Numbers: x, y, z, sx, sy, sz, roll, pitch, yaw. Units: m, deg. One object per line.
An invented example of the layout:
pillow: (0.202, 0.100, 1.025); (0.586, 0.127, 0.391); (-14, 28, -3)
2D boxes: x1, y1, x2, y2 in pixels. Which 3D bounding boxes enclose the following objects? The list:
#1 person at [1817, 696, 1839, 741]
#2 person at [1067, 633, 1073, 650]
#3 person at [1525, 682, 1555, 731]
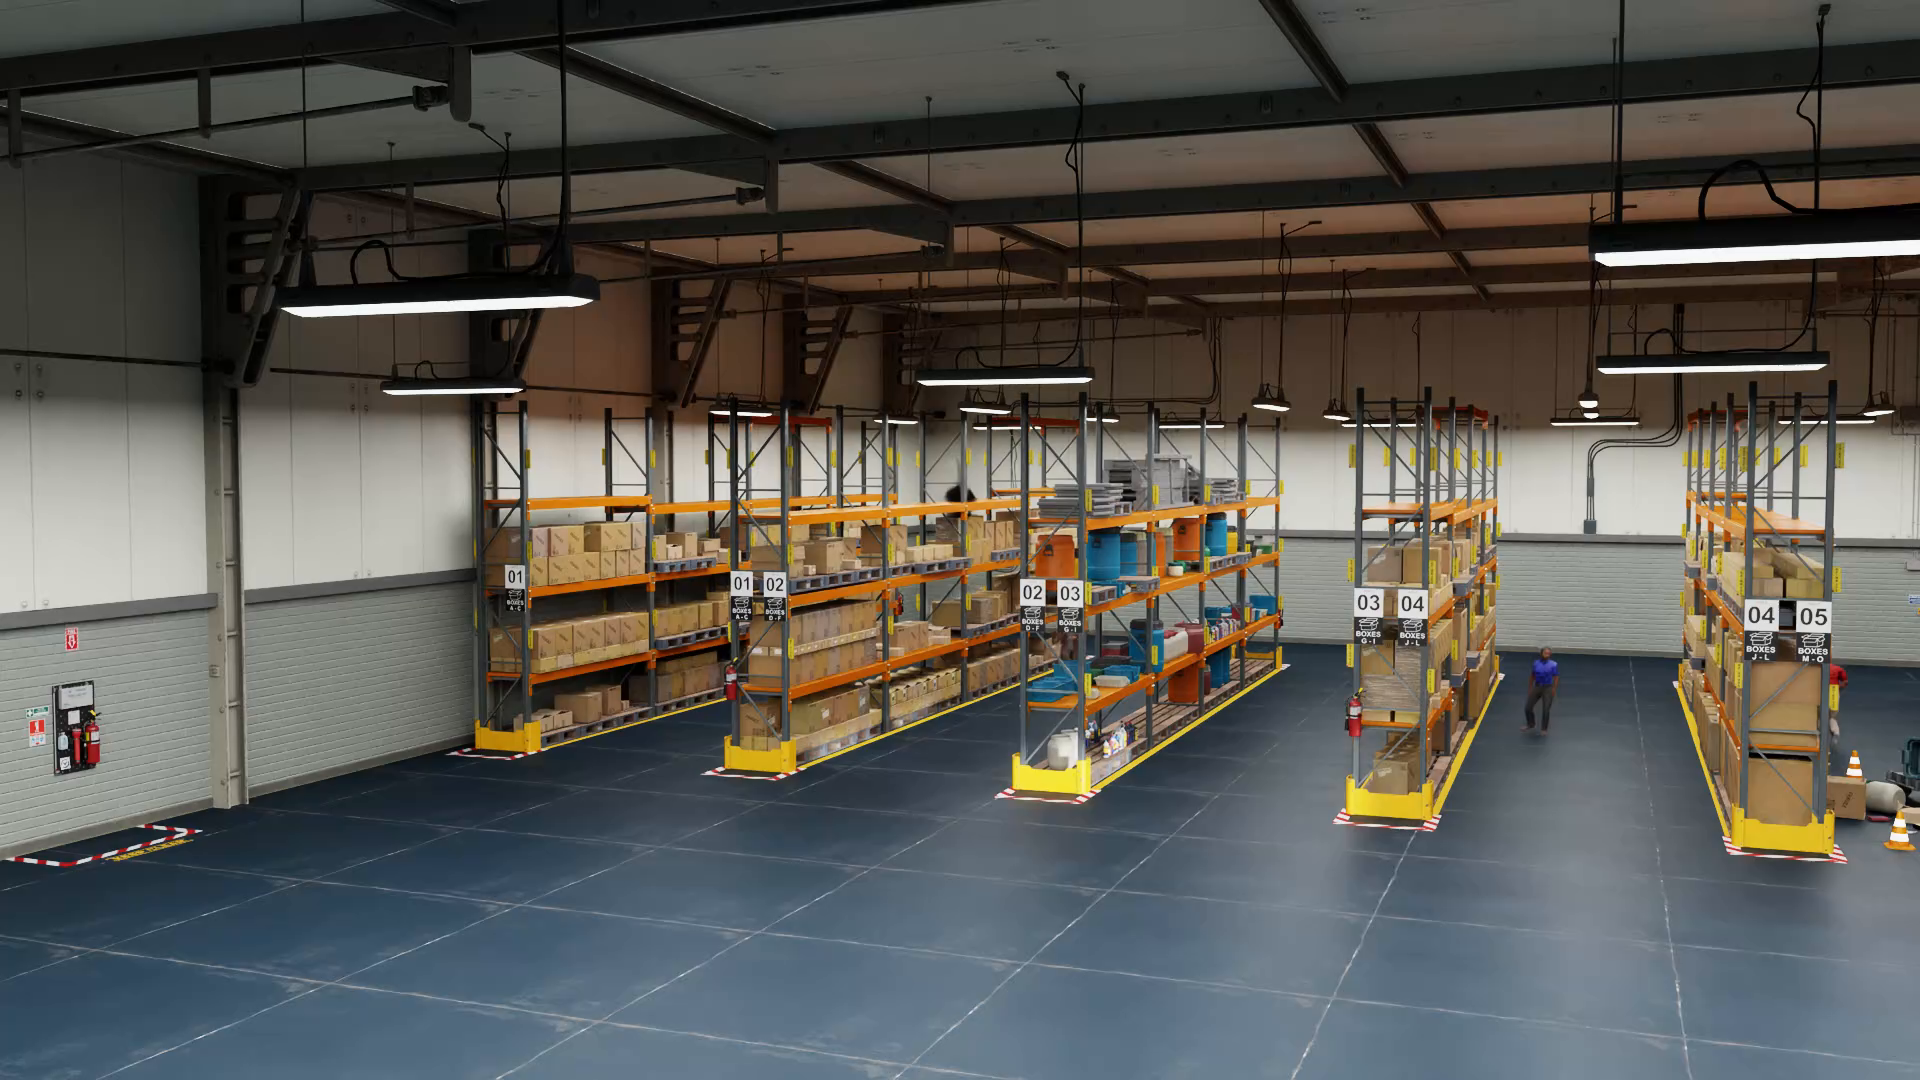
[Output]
person: (18.631, 2.722, 30.504); (7.815, 1.446, 3.682); (0, 3, -2)
person: (2.422, 2.039, 35.953); (0.604, 0.640, 0.412); (0, 3, 9)
person: (10.499, 3.001, 30.056); (0.475, 0.925, 0.477); (2, 3, 30)
